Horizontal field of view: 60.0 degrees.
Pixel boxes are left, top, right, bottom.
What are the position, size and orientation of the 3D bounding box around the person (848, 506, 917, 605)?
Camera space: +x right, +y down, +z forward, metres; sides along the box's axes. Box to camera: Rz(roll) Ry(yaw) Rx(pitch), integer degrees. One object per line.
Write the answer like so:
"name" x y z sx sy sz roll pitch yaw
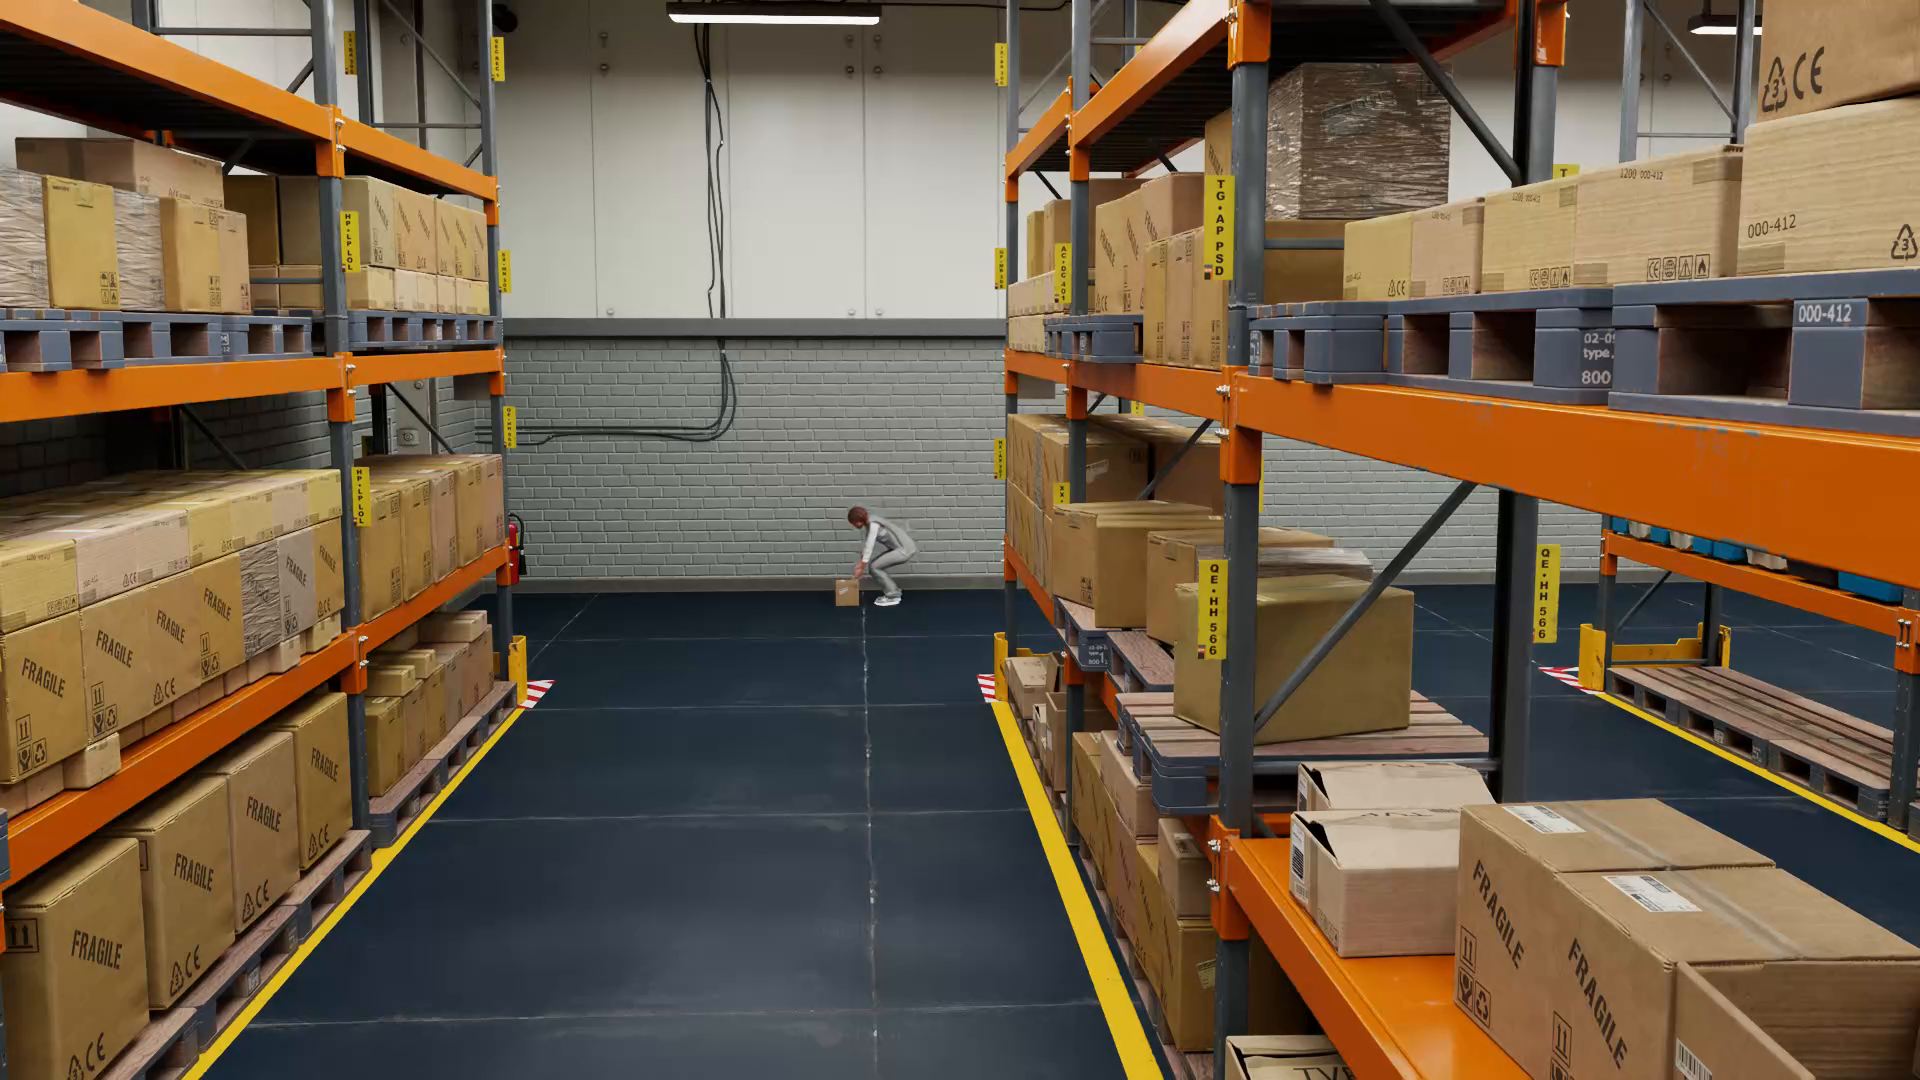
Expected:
"person" -0.841 0.168 18.079 0.754 1.075 0.461 0 7 -4
